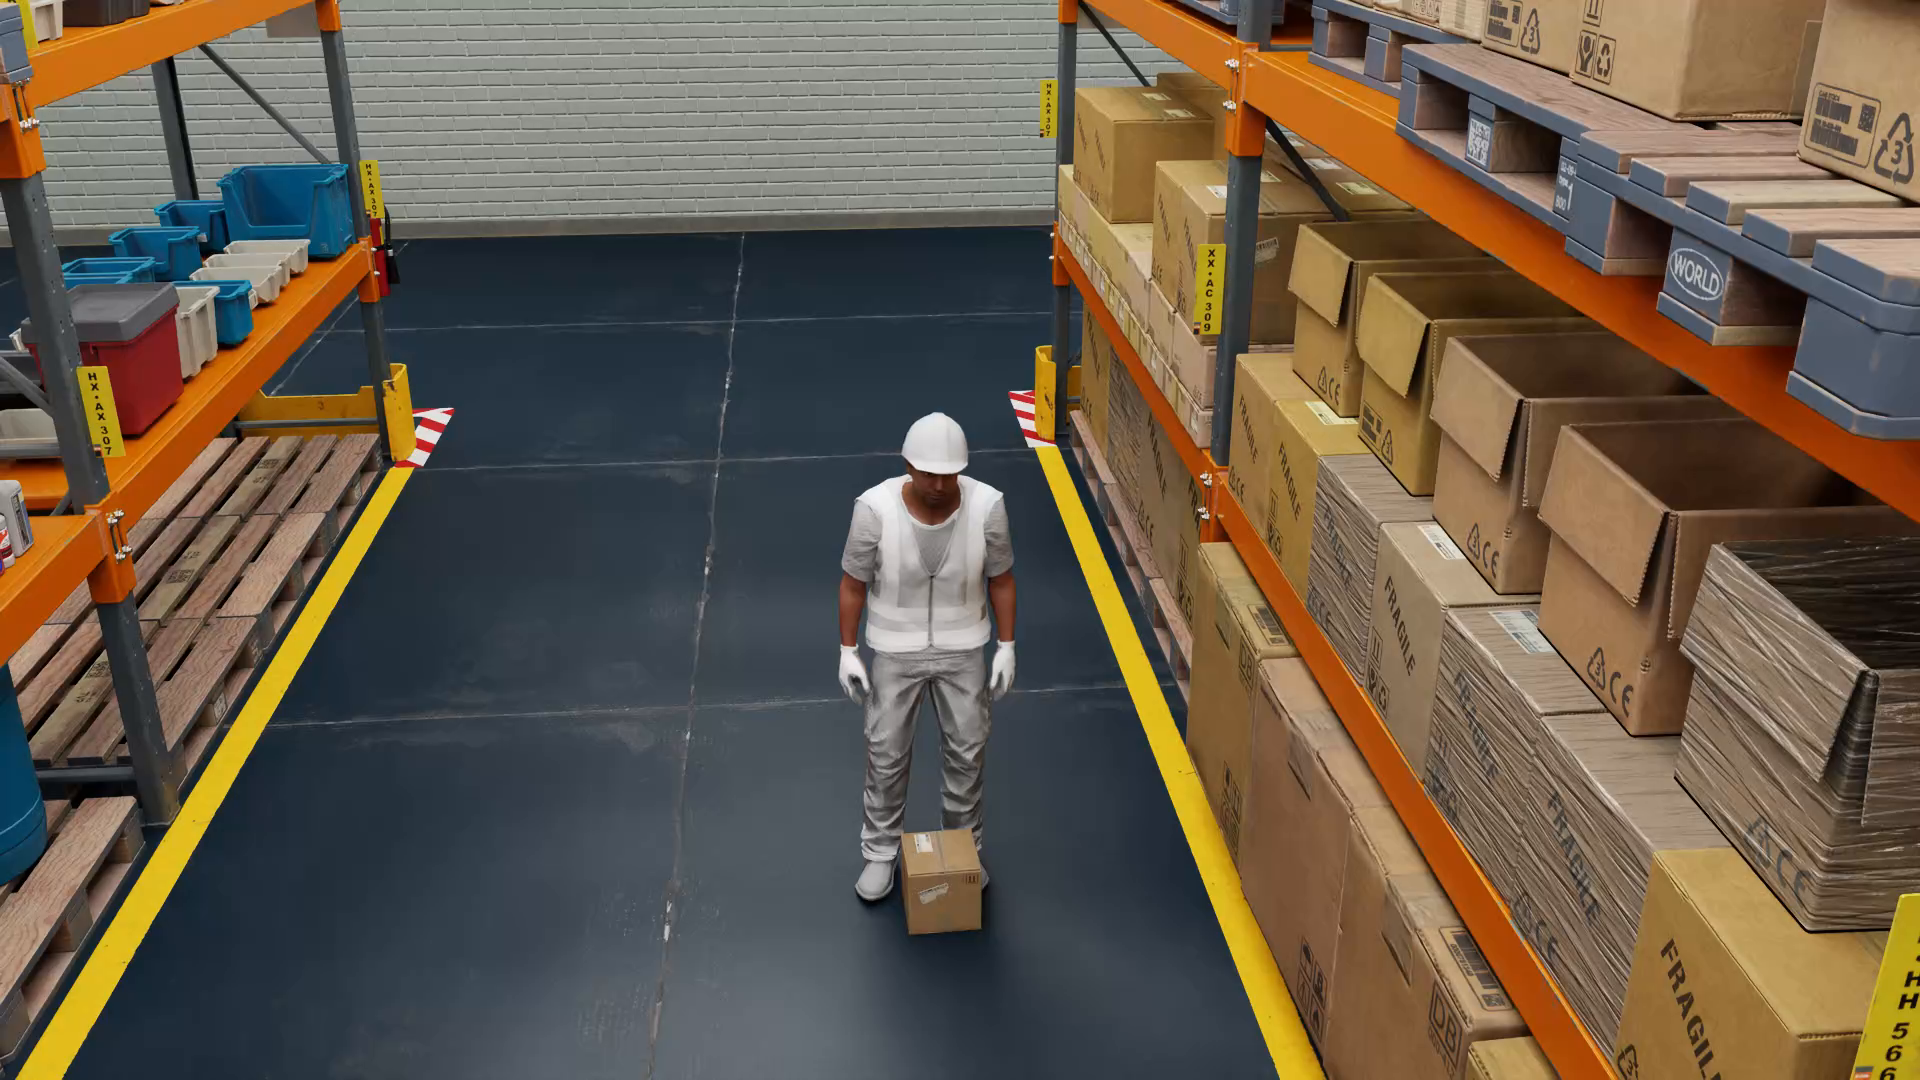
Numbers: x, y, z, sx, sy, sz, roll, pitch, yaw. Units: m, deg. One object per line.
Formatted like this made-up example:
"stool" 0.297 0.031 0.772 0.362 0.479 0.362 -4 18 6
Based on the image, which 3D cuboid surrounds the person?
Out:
"person" -0.110 0.394 5.680 0.614 1.773 0.450 -2 24 -6
